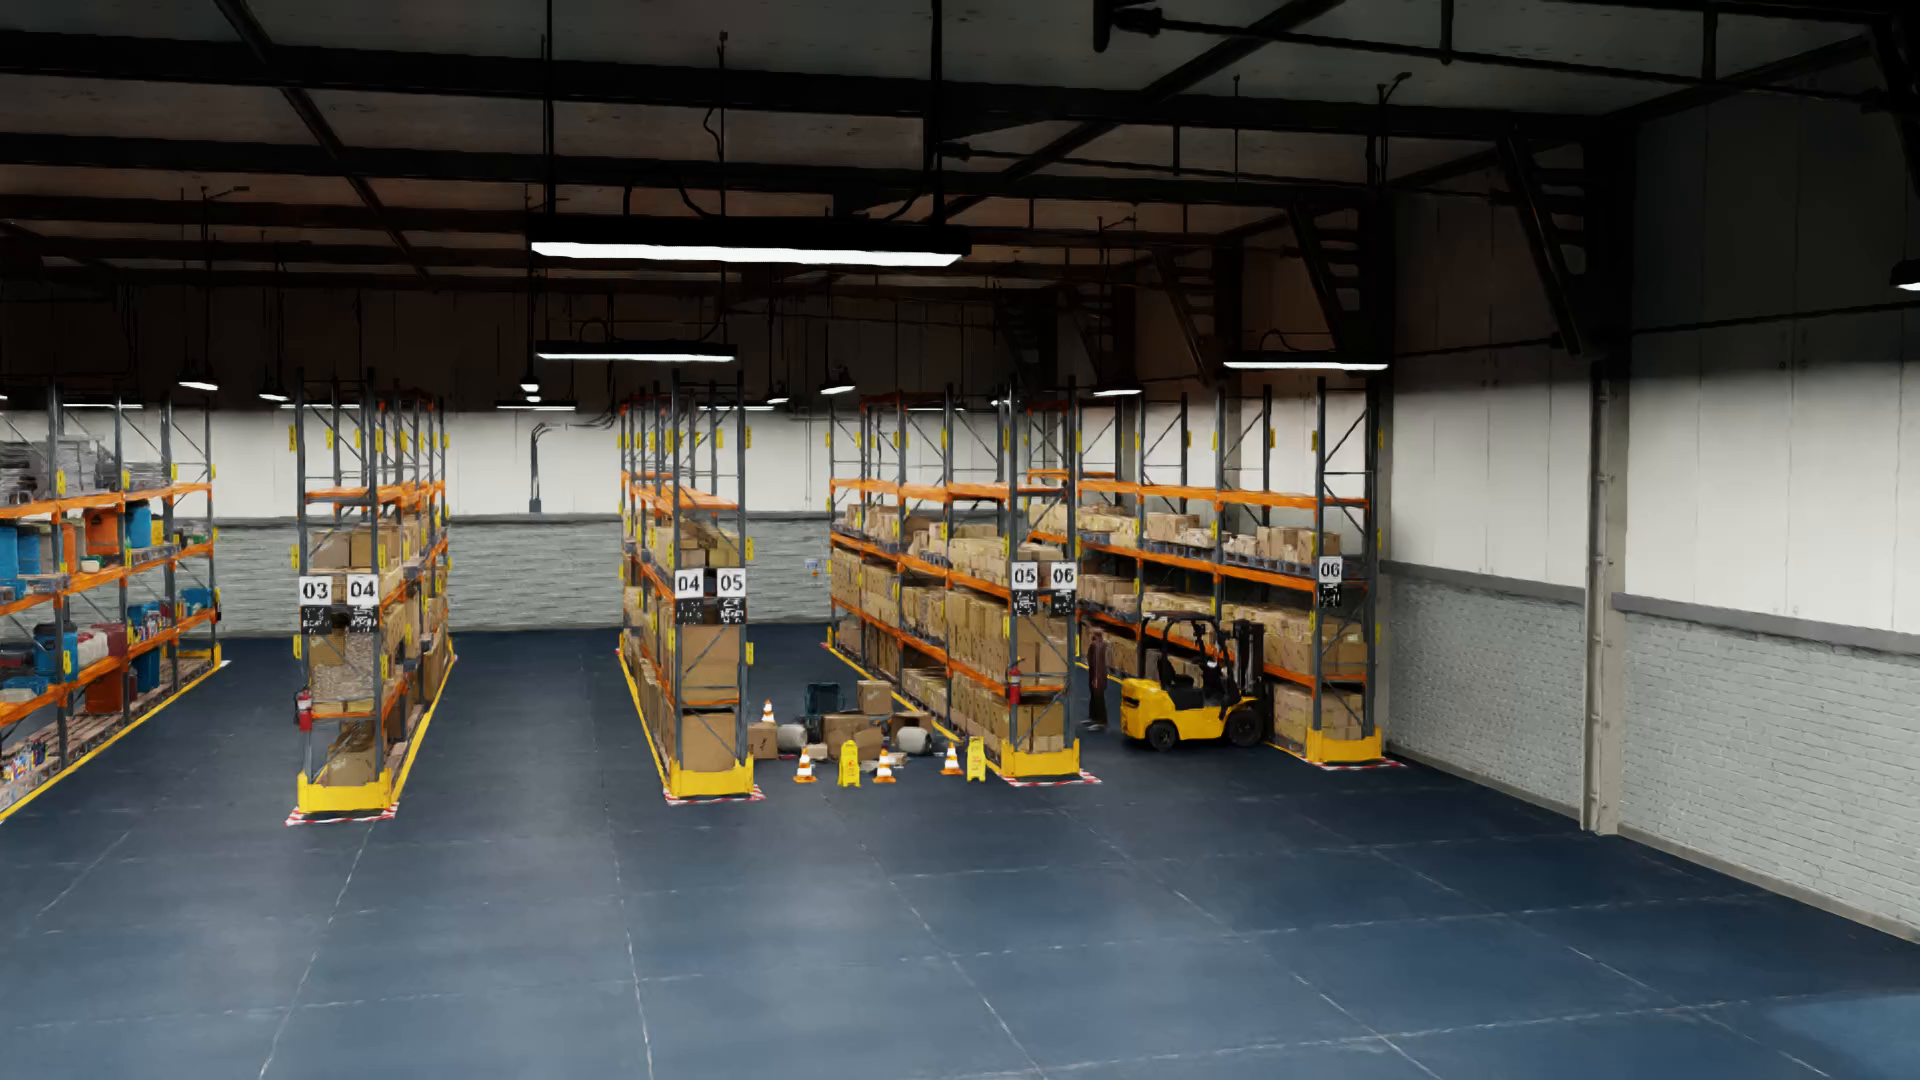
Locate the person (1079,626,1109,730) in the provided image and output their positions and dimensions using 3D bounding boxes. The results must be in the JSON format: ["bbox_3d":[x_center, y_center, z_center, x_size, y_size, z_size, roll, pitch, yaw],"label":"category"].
[{"bbox_3d":[2.332,2.377,28.835,0.551,1.782,0.631,1,4,15],"label":"person"}]
